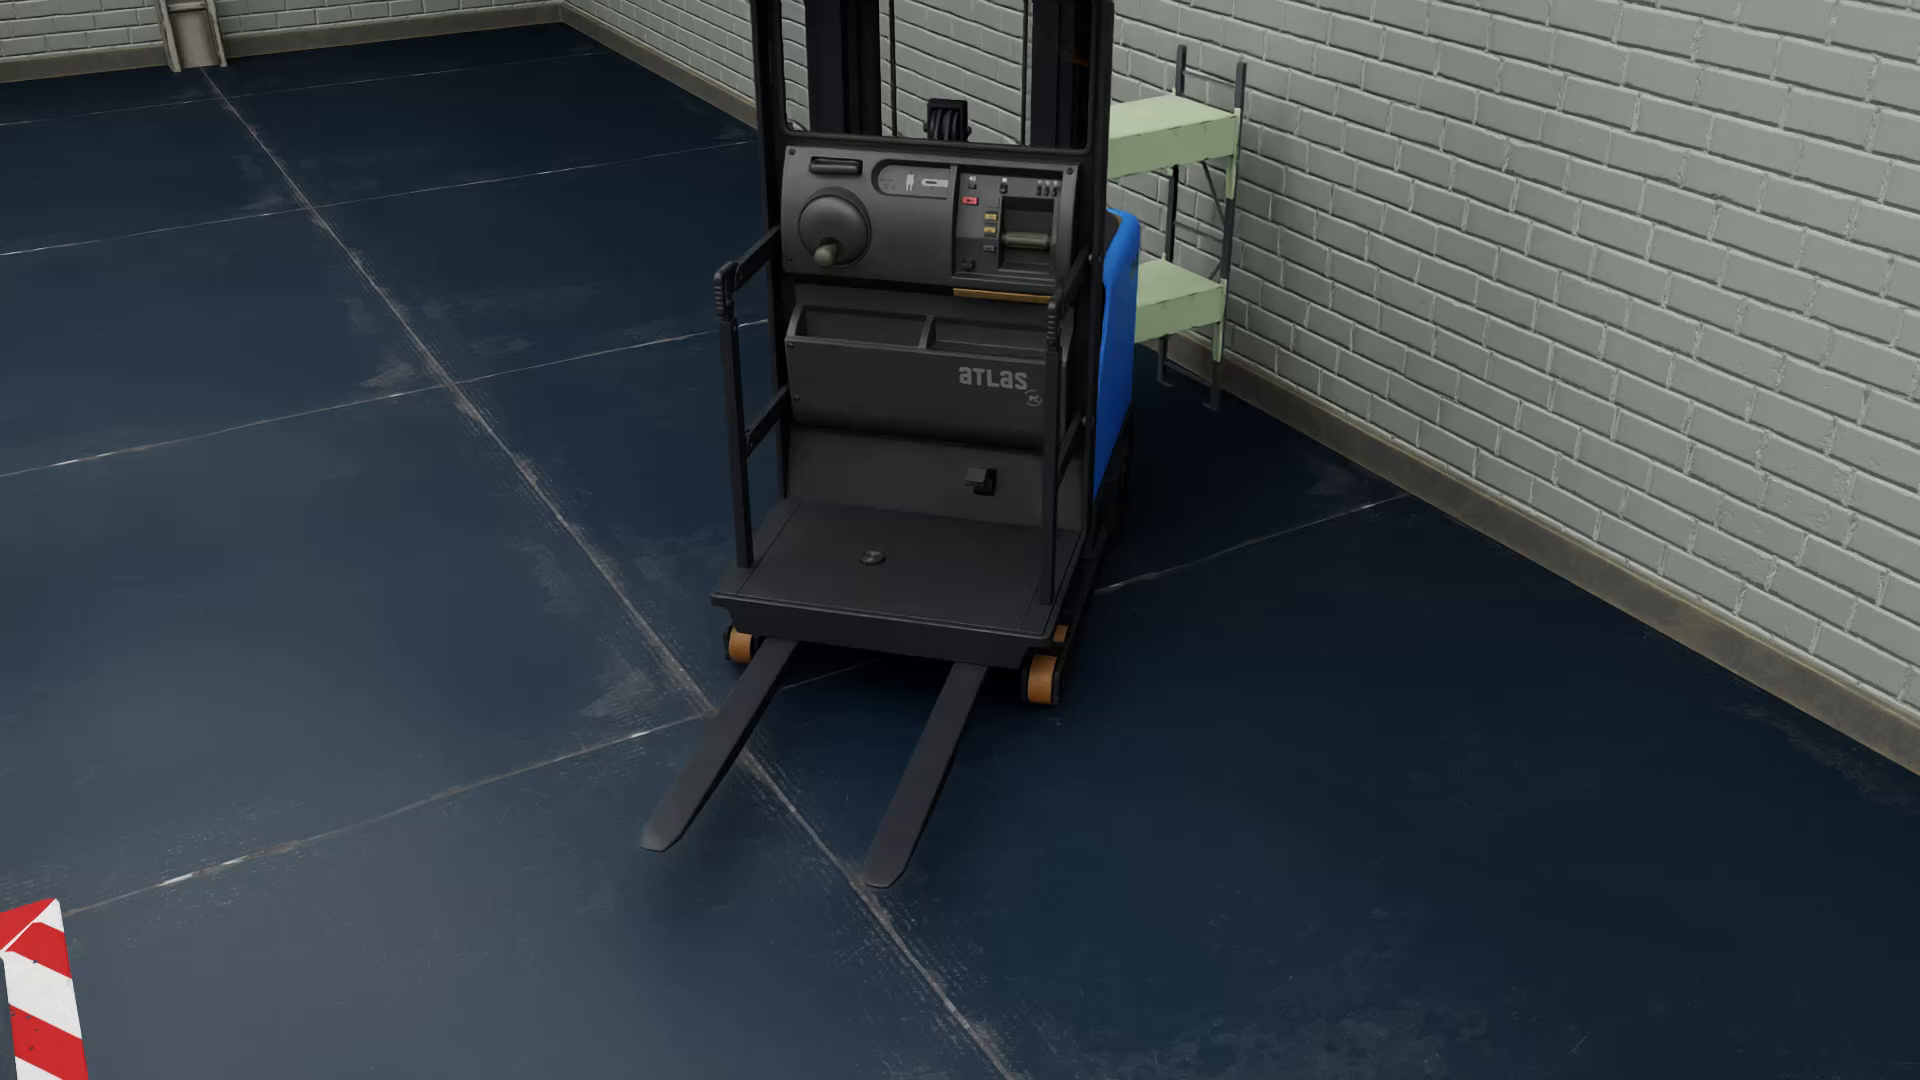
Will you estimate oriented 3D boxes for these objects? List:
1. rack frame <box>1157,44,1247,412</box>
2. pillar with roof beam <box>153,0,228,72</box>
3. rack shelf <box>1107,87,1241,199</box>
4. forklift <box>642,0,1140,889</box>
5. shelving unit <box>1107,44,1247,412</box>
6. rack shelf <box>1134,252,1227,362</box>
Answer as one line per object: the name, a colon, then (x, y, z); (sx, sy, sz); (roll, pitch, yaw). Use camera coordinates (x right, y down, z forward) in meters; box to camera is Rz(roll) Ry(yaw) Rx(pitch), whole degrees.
rack frame: (1.013, -1.300, 7.054); (0.023, 1.500, 0.400); (-18, 33, -29)
pillar with roof beam: (-3.757, -5.848, 7.533); (0.400, 9.000, 9.100); (-16, 33, -26)
rack shelf: (0.707, -1.545, 6.690); (0.720, 0.370, 0.431); (-18, 33, -29)
forklift: (-0.150, -0.959, 4.954); (1.130, 2.935, 3.031); (7, 30, 12)
shelving unit: (0.707, -1.203, 6.878); (0.755, 1.500, 0.431); (-18, 33, -29)
rack shelf: (0.707, -0.918, 7.036); (0.720, 0.370, 0.431); (-18, 33, -29)
